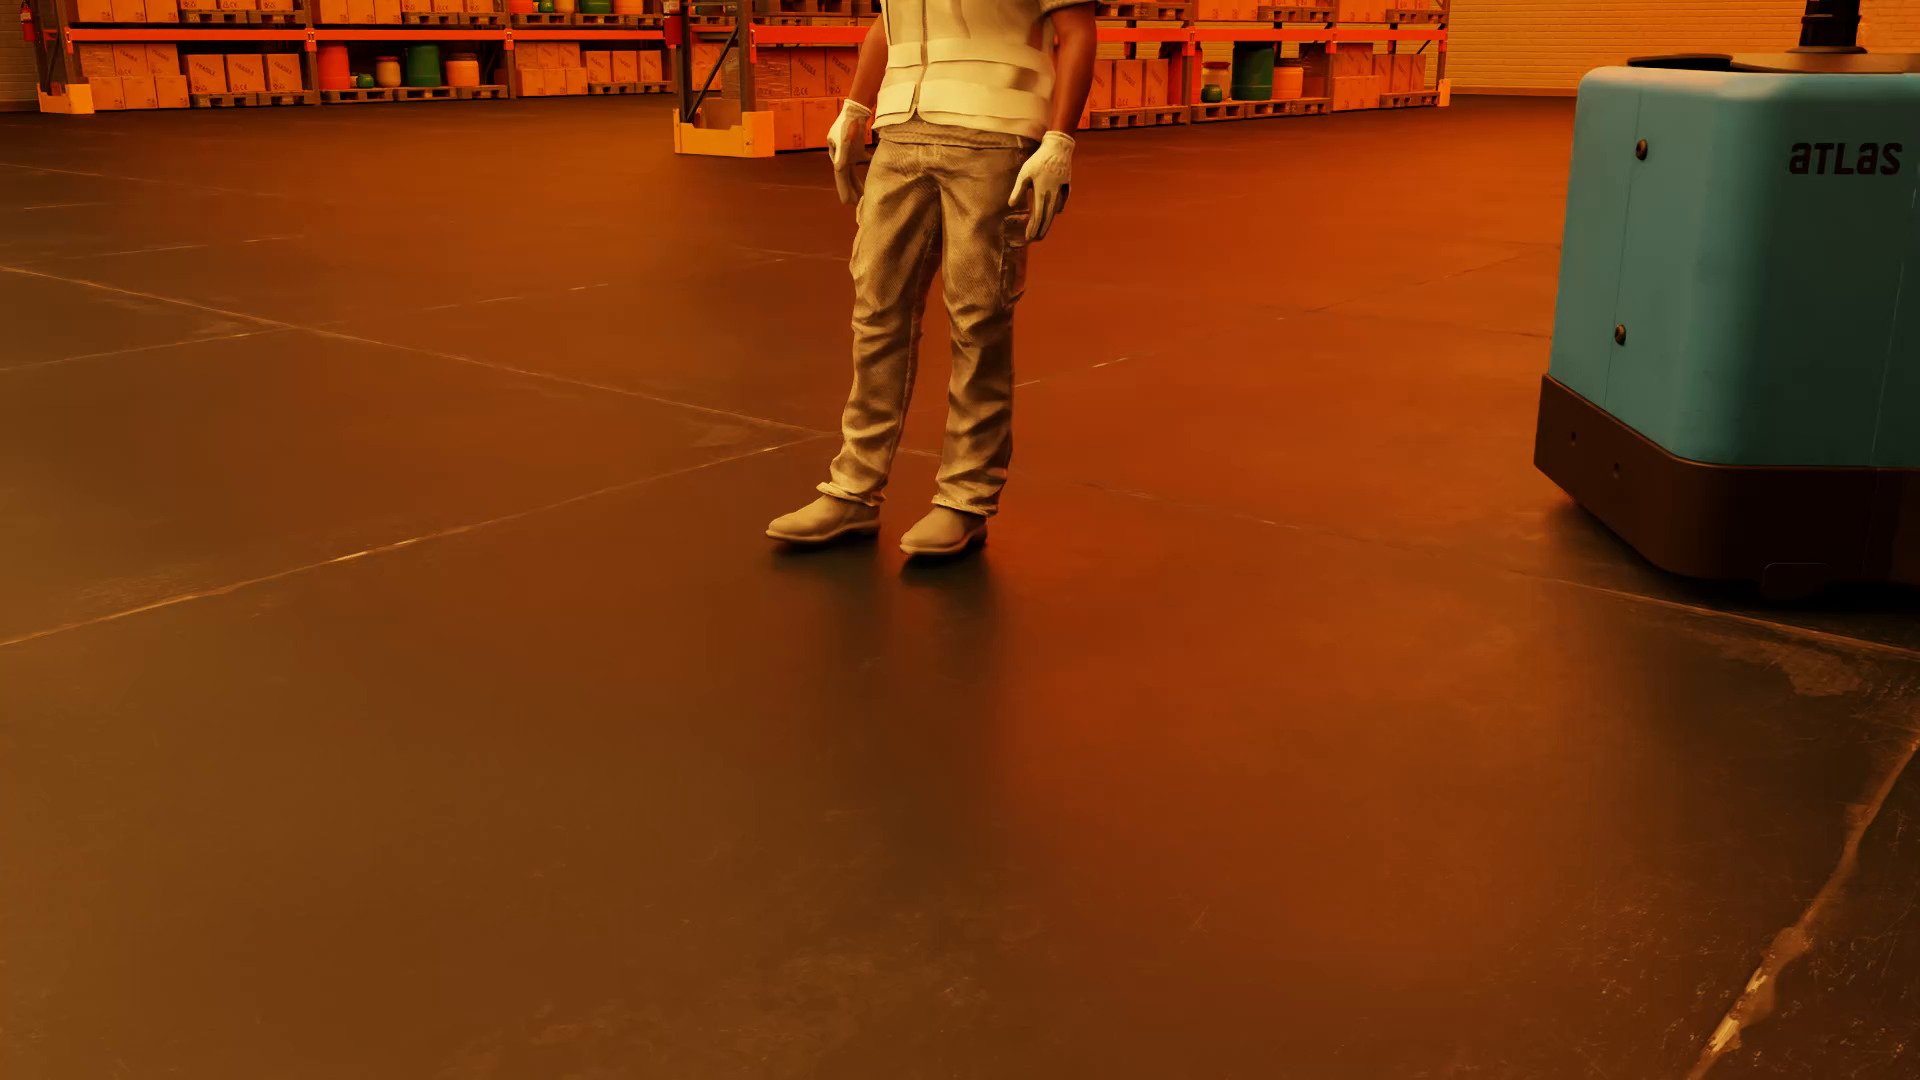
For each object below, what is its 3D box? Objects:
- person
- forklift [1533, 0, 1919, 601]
[{"bbox_3d":[-0.053,-0.846,3.632,0.657,1.785,0.575,13,21,37],"label":"person"},{"bbox_3d":[2.996,-1.389,3.472,3.031,2.935,1.130,1,17,2],"label":"forklift"}]
